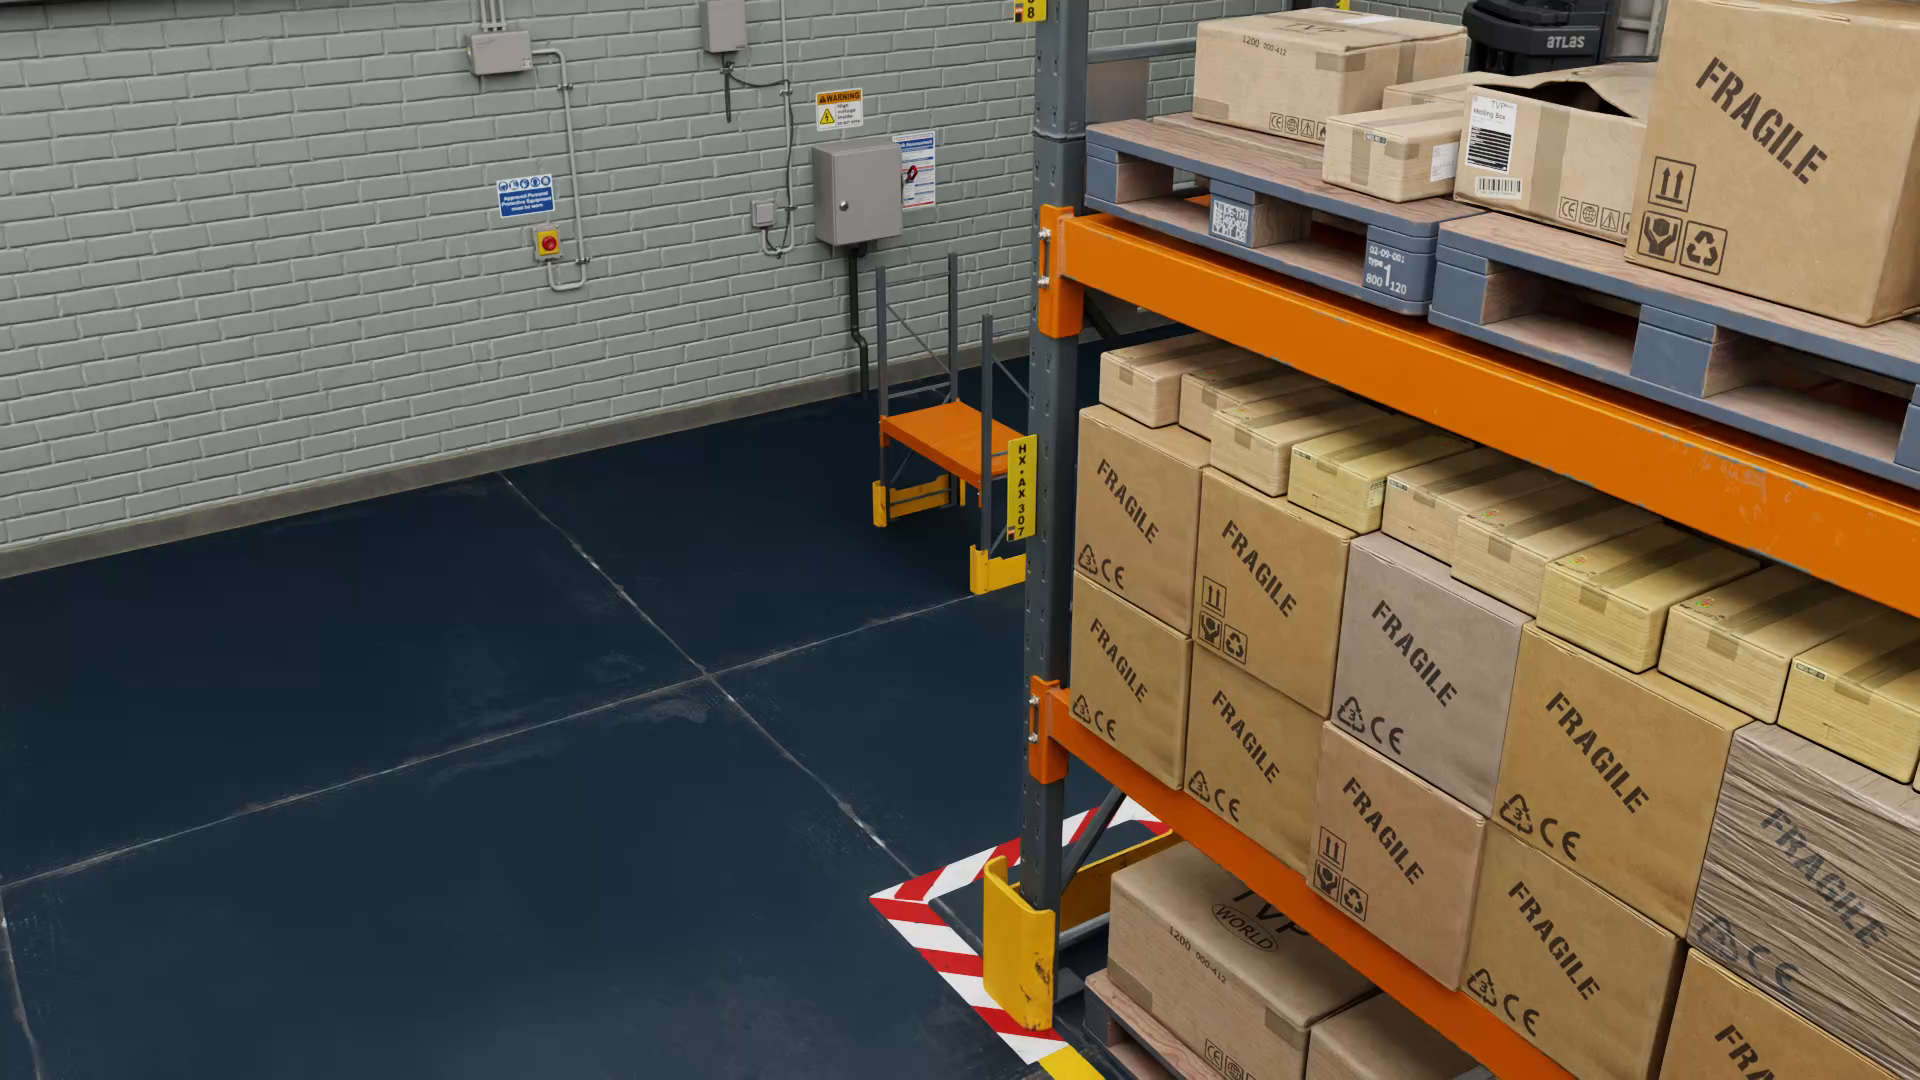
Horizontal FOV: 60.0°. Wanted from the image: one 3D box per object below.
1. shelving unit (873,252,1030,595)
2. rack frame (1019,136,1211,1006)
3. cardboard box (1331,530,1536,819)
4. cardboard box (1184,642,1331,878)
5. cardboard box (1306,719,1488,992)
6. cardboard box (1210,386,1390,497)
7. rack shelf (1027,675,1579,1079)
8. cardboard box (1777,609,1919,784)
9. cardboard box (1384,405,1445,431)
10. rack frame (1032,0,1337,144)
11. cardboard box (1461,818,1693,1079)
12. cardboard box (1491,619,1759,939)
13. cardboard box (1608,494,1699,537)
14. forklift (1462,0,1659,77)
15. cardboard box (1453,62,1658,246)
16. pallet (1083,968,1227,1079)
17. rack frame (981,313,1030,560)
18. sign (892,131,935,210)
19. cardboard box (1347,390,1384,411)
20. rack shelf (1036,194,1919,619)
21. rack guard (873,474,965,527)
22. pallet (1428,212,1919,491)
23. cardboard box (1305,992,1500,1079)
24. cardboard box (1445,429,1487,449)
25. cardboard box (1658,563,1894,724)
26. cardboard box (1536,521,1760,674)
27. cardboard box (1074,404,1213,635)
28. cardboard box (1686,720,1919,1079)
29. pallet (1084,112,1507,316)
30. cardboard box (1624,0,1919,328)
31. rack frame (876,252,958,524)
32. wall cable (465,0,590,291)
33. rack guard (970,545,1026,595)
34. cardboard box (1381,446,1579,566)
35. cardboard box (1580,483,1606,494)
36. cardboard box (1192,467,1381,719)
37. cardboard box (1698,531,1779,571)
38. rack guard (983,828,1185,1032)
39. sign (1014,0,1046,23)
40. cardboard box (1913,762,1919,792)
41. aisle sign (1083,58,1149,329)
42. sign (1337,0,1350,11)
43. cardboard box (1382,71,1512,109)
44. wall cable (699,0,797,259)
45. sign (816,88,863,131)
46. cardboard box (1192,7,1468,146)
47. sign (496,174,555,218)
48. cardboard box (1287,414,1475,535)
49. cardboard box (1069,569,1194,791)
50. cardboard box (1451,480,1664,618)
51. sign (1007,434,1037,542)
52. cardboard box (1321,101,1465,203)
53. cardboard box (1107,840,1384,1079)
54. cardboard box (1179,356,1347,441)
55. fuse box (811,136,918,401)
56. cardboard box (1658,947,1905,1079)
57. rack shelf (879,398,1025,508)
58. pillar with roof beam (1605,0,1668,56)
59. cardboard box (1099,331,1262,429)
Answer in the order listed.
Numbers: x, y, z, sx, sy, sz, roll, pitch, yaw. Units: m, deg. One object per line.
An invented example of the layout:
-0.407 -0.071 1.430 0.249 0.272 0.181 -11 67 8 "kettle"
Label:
0.042 -0.651 8.872 0.587 1.500 1.083 -16 29 -30 "shelving unit"
0.653 0.147 5.425 1.000 3.000 0.127 -16 29 -30 "rack frame"
1.252 0.253 3.912 0.500 0.500 0.500 -16 30 -30 "cardboard box"
0.974 0.515 4.529 0.500 0.500 0.500 -16 30 -30 "cardboard box"
1.236 0.701 4.134 0.500 0.500 0.500 -16 29 -30 "cardboard box"
0.863 -0.255 4.229 0.380 0.149 0.250 -15 29 -28 "cardboard box"
1.745 1.188 4.063 1.077 0.370 4.000 -16 29 -30 "rack shelf"
1.757 0.279 3.097 0.380 0.149 0.250 -16 30 -31 "cardboard box"
1.387 -0.404 4.544 0.380 0.149 0.250 -16 30 -30 "cardboard box"
0.653 -2.566 4.144 1.000 3.000 0.127 -16 29 -30 "rack frame"
1.524 0.876 3.763 0.500 0.500 0.500 -14 29 -28 "cardboard box"
1.525 0.431 3.534 0.500 0.500 0.500 -15 29 -29 "cardboard box"
1.759 -0.118 3.939 0.380 0.149 0.250 -15 29 -28 "cardboard box"
3.391 -1.414 8.813 3.031 2.935 1.130 -2 25 -3 "forklift"
1.428 -0.857 3.534 0.500 0.311 0.500 -15 29 -29 "cardboard box"
1.155 1.676 5.453 1.003 0.211 1.213 -16 29 -30 "pallet"
0.324 -0.466 8.480 0.500 1.500 0.032 -16 29 -30 "rack frame"
-0.305 -2.448 11.033 0.329 0.494 0.001 -16 29 -30 "sign"
1.175 -0.477 4.698 0.380 0.149 0.250 -15 29 -29 "cardboard box"
1.745 -0.169 3.423 1.077 0.370 4.000 -16 29 -30 "rack shelf"
-0.230 -0.264 9.516 0.587 0.250 0.087 -16 29 -30 "rack guard"
1.737 -0.470 3.321 1.003 0.211 1.213 -16 29 -30 "pallet"
1.603 1.654 4.742 0.875 0.438 0.875 -15 29 -28 "cardboard box"
1.490 -0.304 4.333 0.380 0.149 0.250 -15 29 -28 "cardboard box"
1.610 0.195 3.276 0.380 0.149 0.250 -16 29 -30 "cardboard box"
1.426 0.112 3.450 0.380 0.149 0.250 -16 30 -31 "cardboard box"
0.676 -0.112 4.686 0.500 0.500 0.500 -16 30 -31 "cardboard box"
1.792 0.613 3.150 0.500 0.500 0.500 -15 29 -29 "cardboard box"
1.067 -0.906 4.246 1.003 0.211 1.213 -16 29 -30 "pallet"
1.628 -0.734 3.051 0.500 0.500 0.500 -15 29 -29 "cardboard box"
-0.231 -0.830 9.250 0.500 1.500 0.032 -16 29 -30 "rack frame"
-2.445 -2.338 9.462 0.585 1.953 0.123 -16 29 -30 "wall cable"
0.313 0.092 8.762 0.587 0.250 0.087 -16 29 -30 "rack guard"
1.210 -0.084 3.865 0.380 0.149 0.250 -15 29 -29 "cardboard box"
1.573 -0.194 4.100 0.380 0.149 0.250 -16 30 -30 "cardboard box"
0.964 0.071 4.298 0.500 0.500 0.500 -16 30 -31 "cardboard box"
1.887 -0.020 3.731 0.380 0.149 0.250 -14 29 -28 "cardboard box"
0.640 1.269 5.977 1.175 0.500 0.348 -16 29 -30 "rack guard"
0.185 -1.513 4.312 0.100 0.325 0.005 -16 29 -30 "sign"
1.901 0.372 2.899 0.380 0.149 0.250 -16 30 -30 "cardboard box"
0.371 -0.987 4.781 0.394 0.787 0.004 -16 29 -30 "aisle sign"
1.115 -1.695 4.870 0.100 0.325 0.005 -16 29 -30 "sign"
1.270 -1.060 4.152 0.380 0.149 0.250 -18 31 -33 "cardboard box"
-1.263 -2.658 10.178 0.588 1.984 0.122 -16 29 -30 "wall cable"
-0.765 -2.736 10.565 0.339 0.242 0.001 -16 29 -30 "sign"
0.974 -1.237 4.409 0.500 0.250 0.500 -19 31 -34 "cardboard box"
-2.519 -1.997 9.650 0.327 0.218 0.001 -16 29 -30 "sign"
1.022 -0.165 4.038 0.380 0.149 0.250 -17 30 -31 "cardboard box"
0.674 0.340 4.898 0.500 0.500 0.500 -16 30 -30 "cardboard box"
1.310 0.015 3.656 0.380 0.149 0.250 -15 29 -29 "cardboard box"
0.185 -0.153 4.954 0.100 0.325 0.005 -16 29 -30 "sign"
1.054 -0.888 3.789 0.380 0.149 0.250 -14 29 -28 "cardboard box"
1.097 1.329 5.431 0.875 0.438 0.875 -17 30 -31 "cardboard box"
0.817 -0.375 4.482 0.380 0.149 0.250 -15 29 -28 "cardboard box"
-0.605 -1.719 10.887 0.539 1.711 0.414 -16 29 -30 "fuse box"
1.797 1.067 3.359 0.500 0.500 0.500 -16 30 -30 "cardboard box"
0.047 -0.485 8.942 0.538 0.185 1.000 -16 29 -30 "rack shelf"
0.486 -3.895 6.960 9.100 9.000 0.400 -16 29 -30 "pillar with roof beam"
0.615 -0.452 4.646 0.380 0.149 0.250 -15 29 -29 "cardboard box"
